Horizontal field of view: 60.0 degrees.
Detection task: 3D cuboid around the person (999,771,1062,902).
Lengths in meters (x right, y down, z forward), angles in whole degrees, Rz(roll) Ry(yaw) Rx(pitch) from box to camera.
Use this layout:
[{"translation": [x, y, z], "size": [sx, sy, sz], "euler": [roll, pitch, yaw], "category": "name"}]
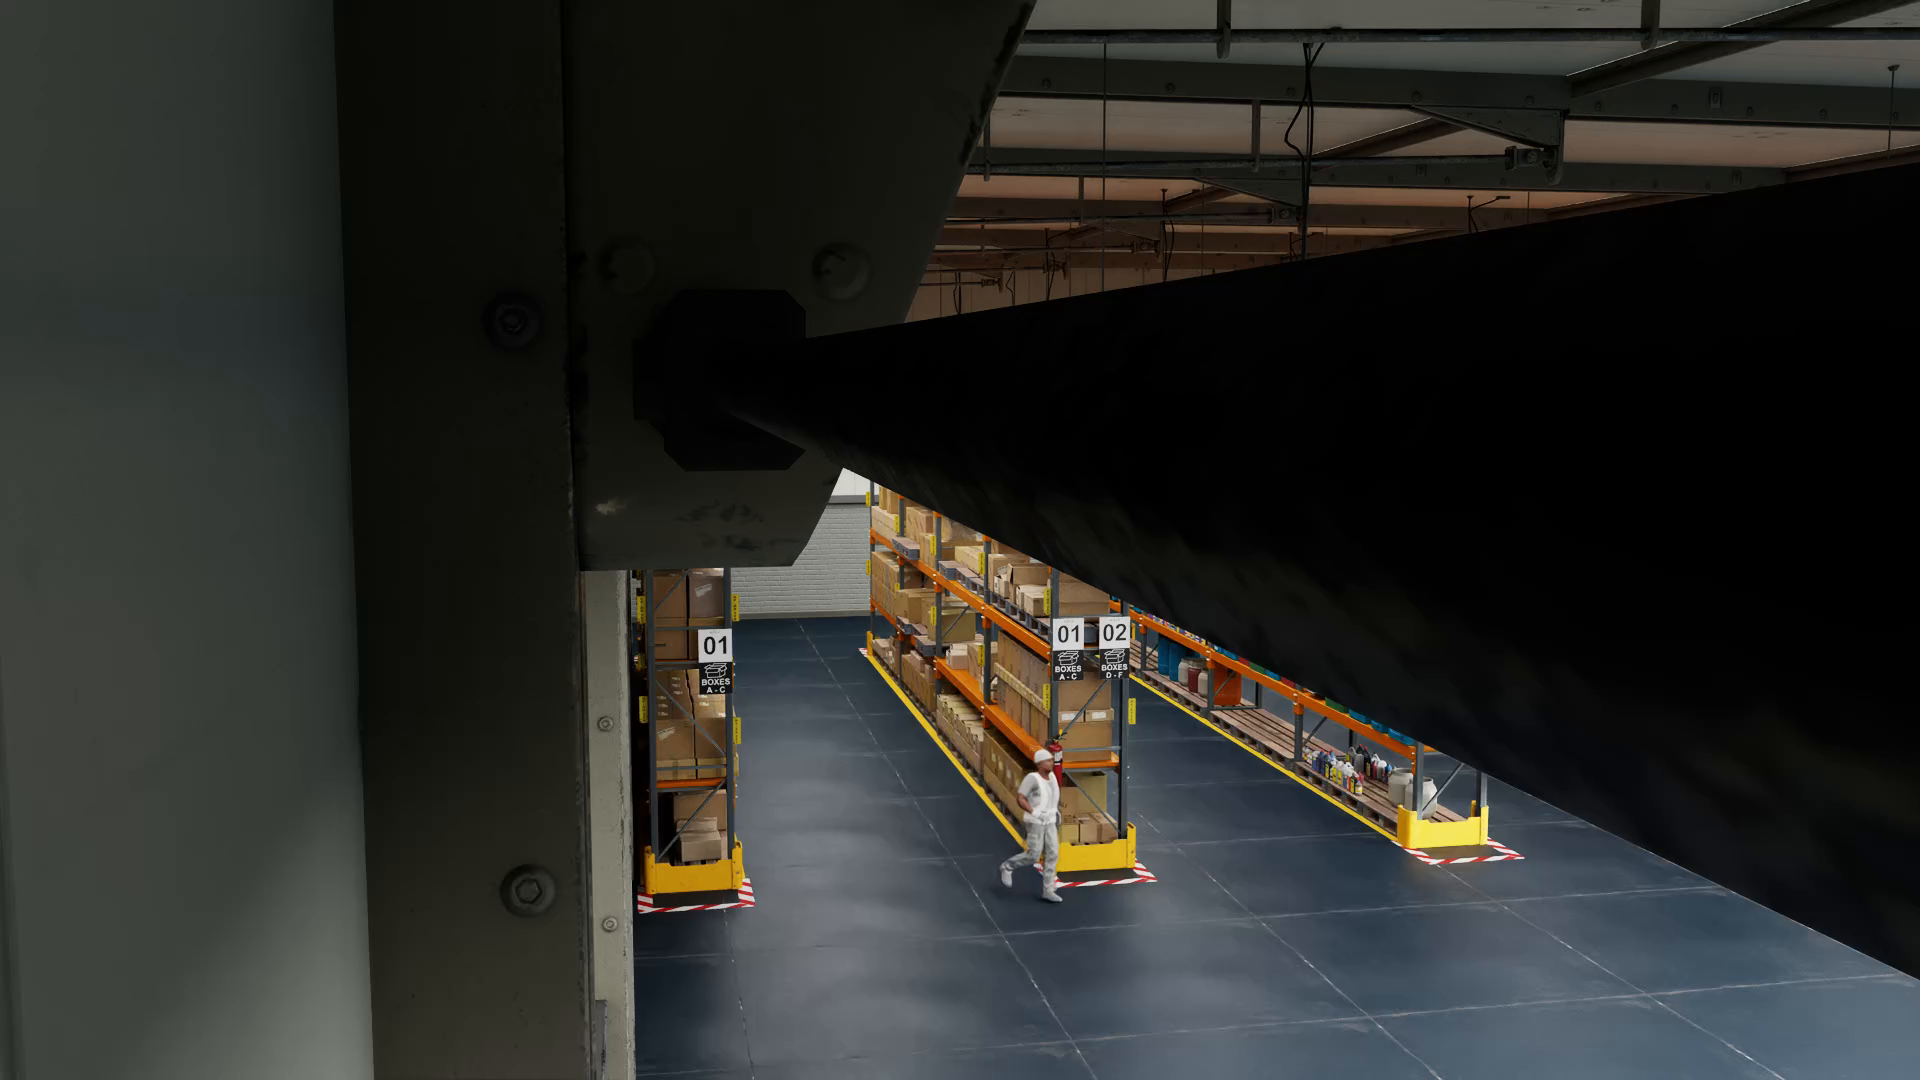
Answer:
[{"translation": [0.977, 3.514, 19.954], "size": [0.904, 1.474, 0.673], "euler": [5, 8, 40], "category": "person"}]
